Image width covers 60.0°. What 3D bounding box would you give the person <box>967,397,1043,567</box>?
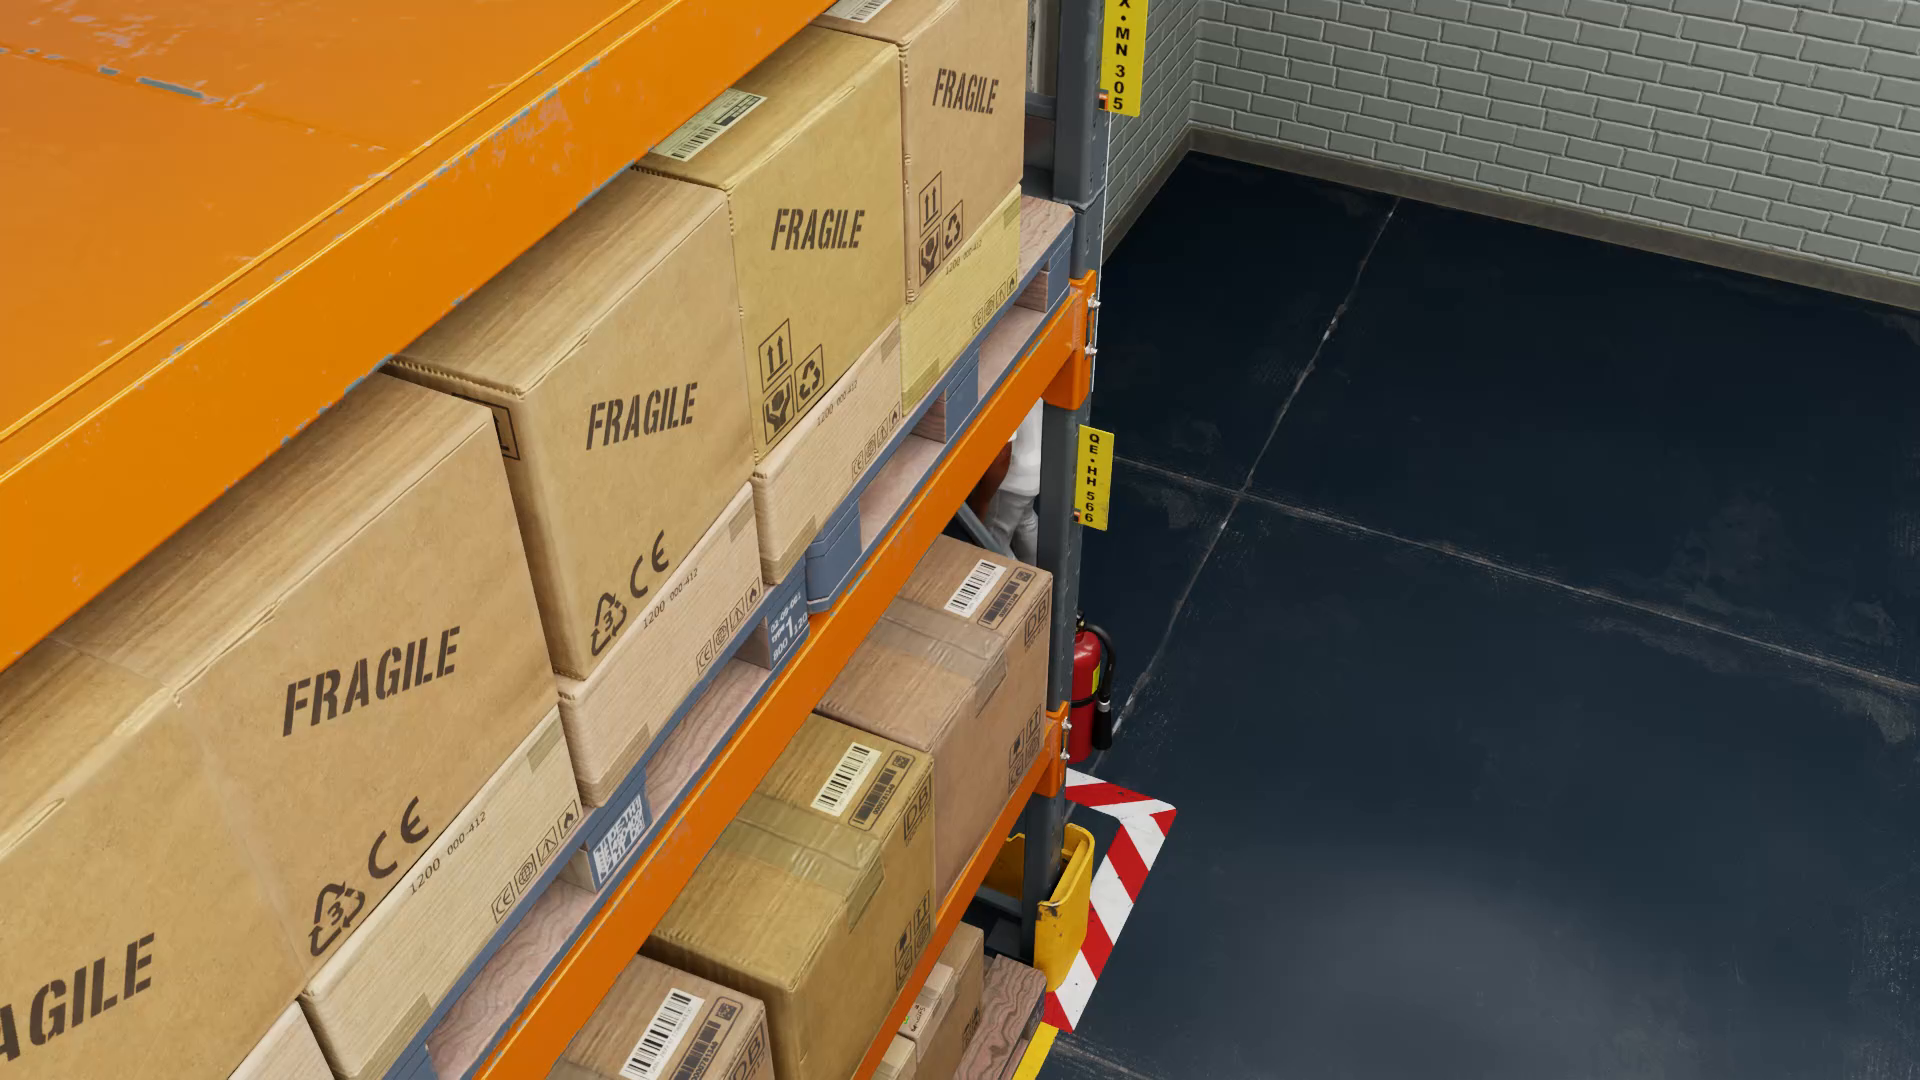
[{"bbox_3d":[0.178,-0.326,6.512,0.460,1.759,0.629,15,44,16],"label":"person"}]
